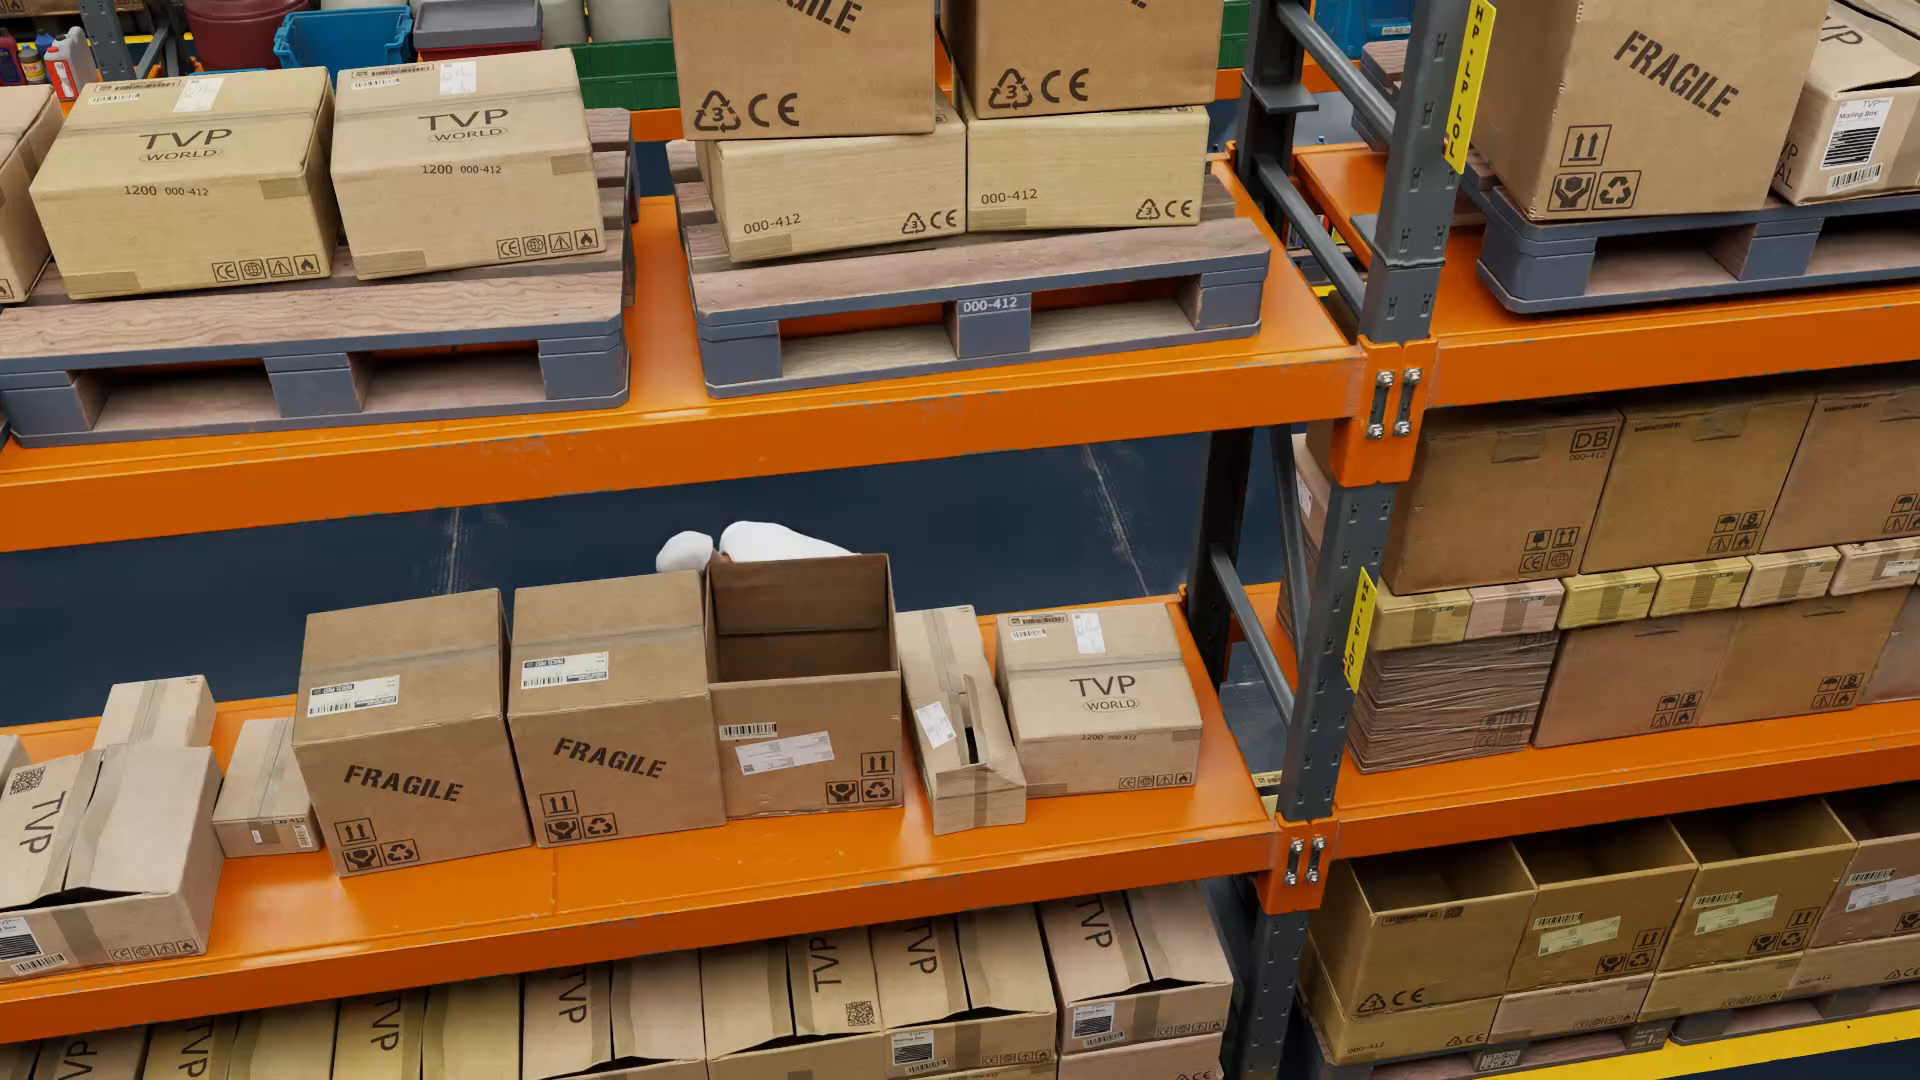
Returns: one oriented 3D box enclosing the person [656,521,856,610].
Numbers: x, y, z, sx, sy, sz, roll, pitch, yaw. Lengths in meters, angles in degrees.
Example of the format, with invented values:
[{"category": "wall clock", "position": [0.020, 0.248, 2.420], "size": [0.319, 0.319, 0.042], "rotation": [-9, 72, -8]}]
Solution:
[{"category": "person", "position": [-0.693, 0.334, 6.313], "size": [0.896, 1.027, 0.583], "rotation": [-7, 39, -9]}]
